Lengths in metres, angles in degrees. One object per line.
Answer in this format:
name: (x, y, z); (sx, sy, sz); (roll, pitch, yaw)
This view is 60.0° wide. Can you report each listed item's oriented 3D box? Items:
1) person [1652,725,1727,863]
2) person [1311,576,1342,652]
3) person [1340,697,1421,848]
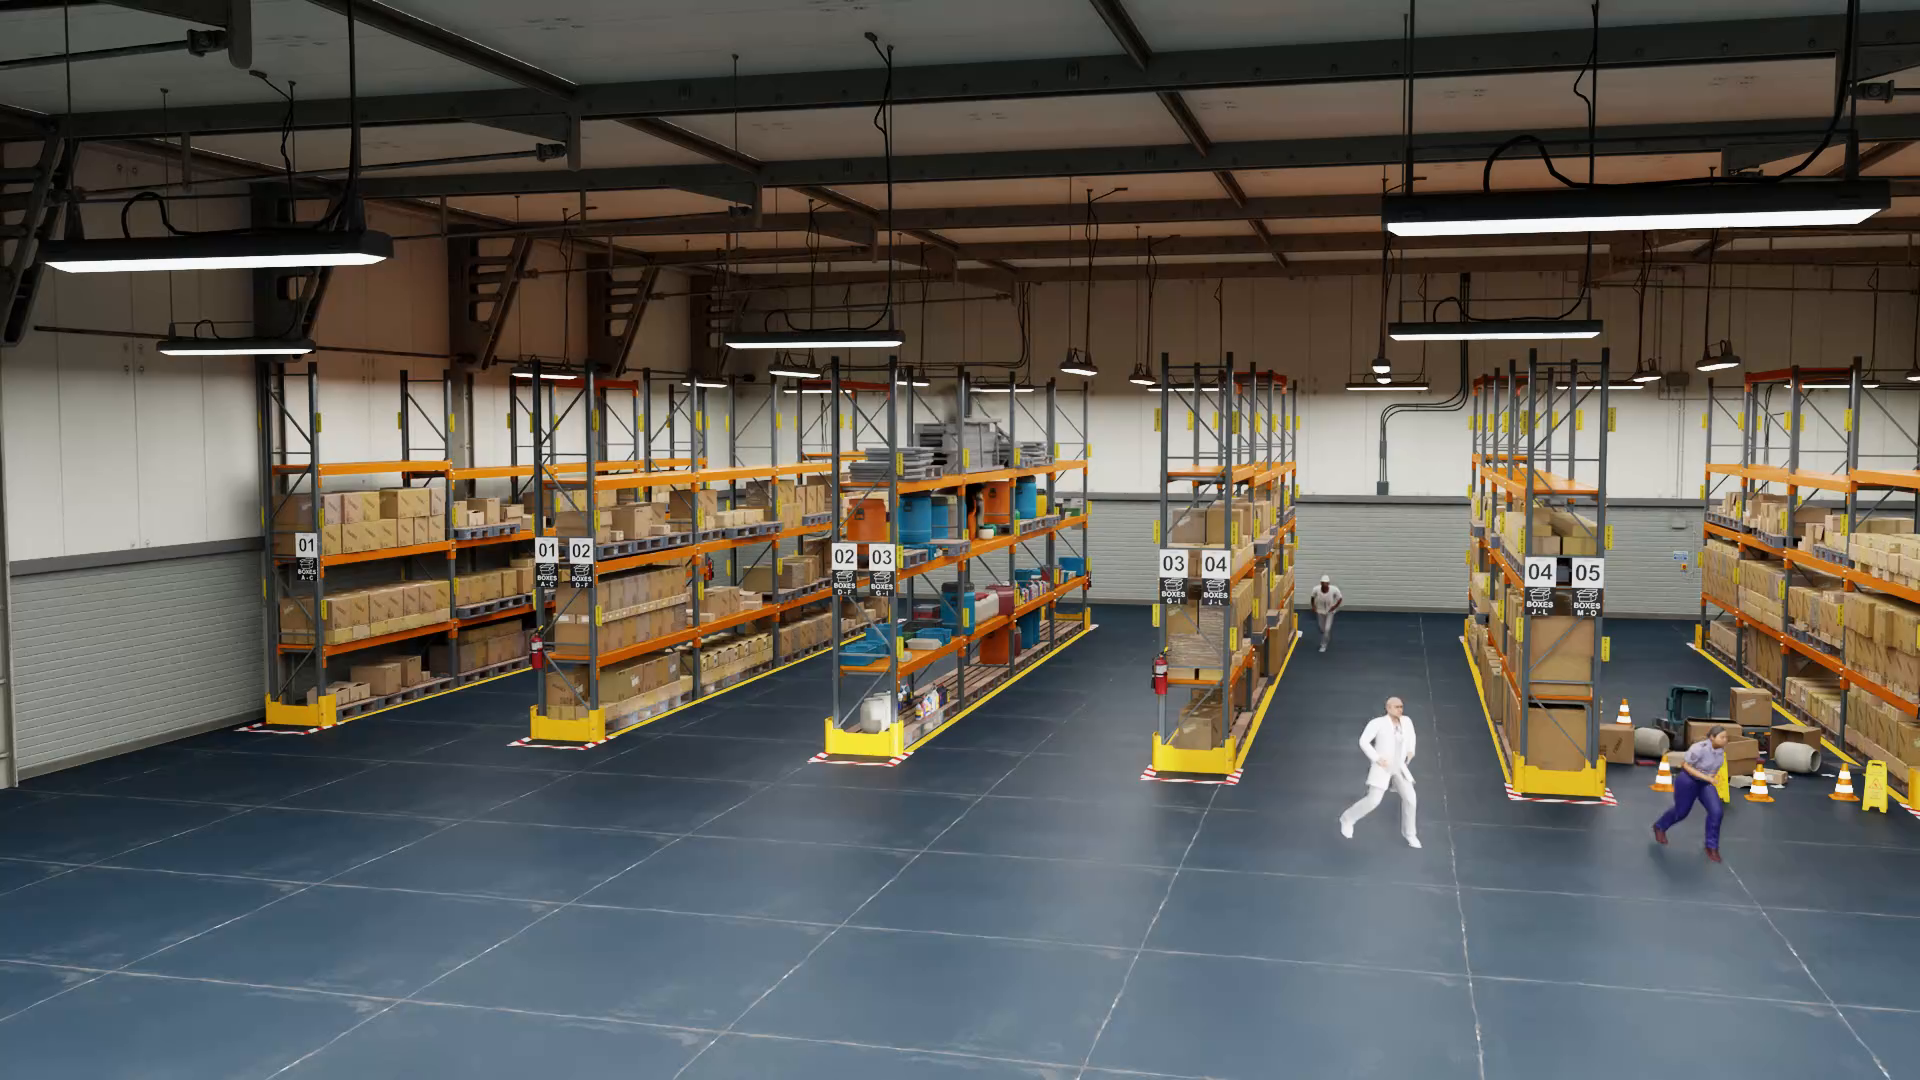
person: (8.496, 2.890, 19.336); (0.648, 1.613, 0.962); (-2, 4, -27)
person: (8.051, 1.610, 36.547); (0.696, 1.692, 0.831); (1, 4, 17)
person: (5.080, 2.753, 19.847); (0.933, 1.781, 0.822); (-2, 4, -23)
